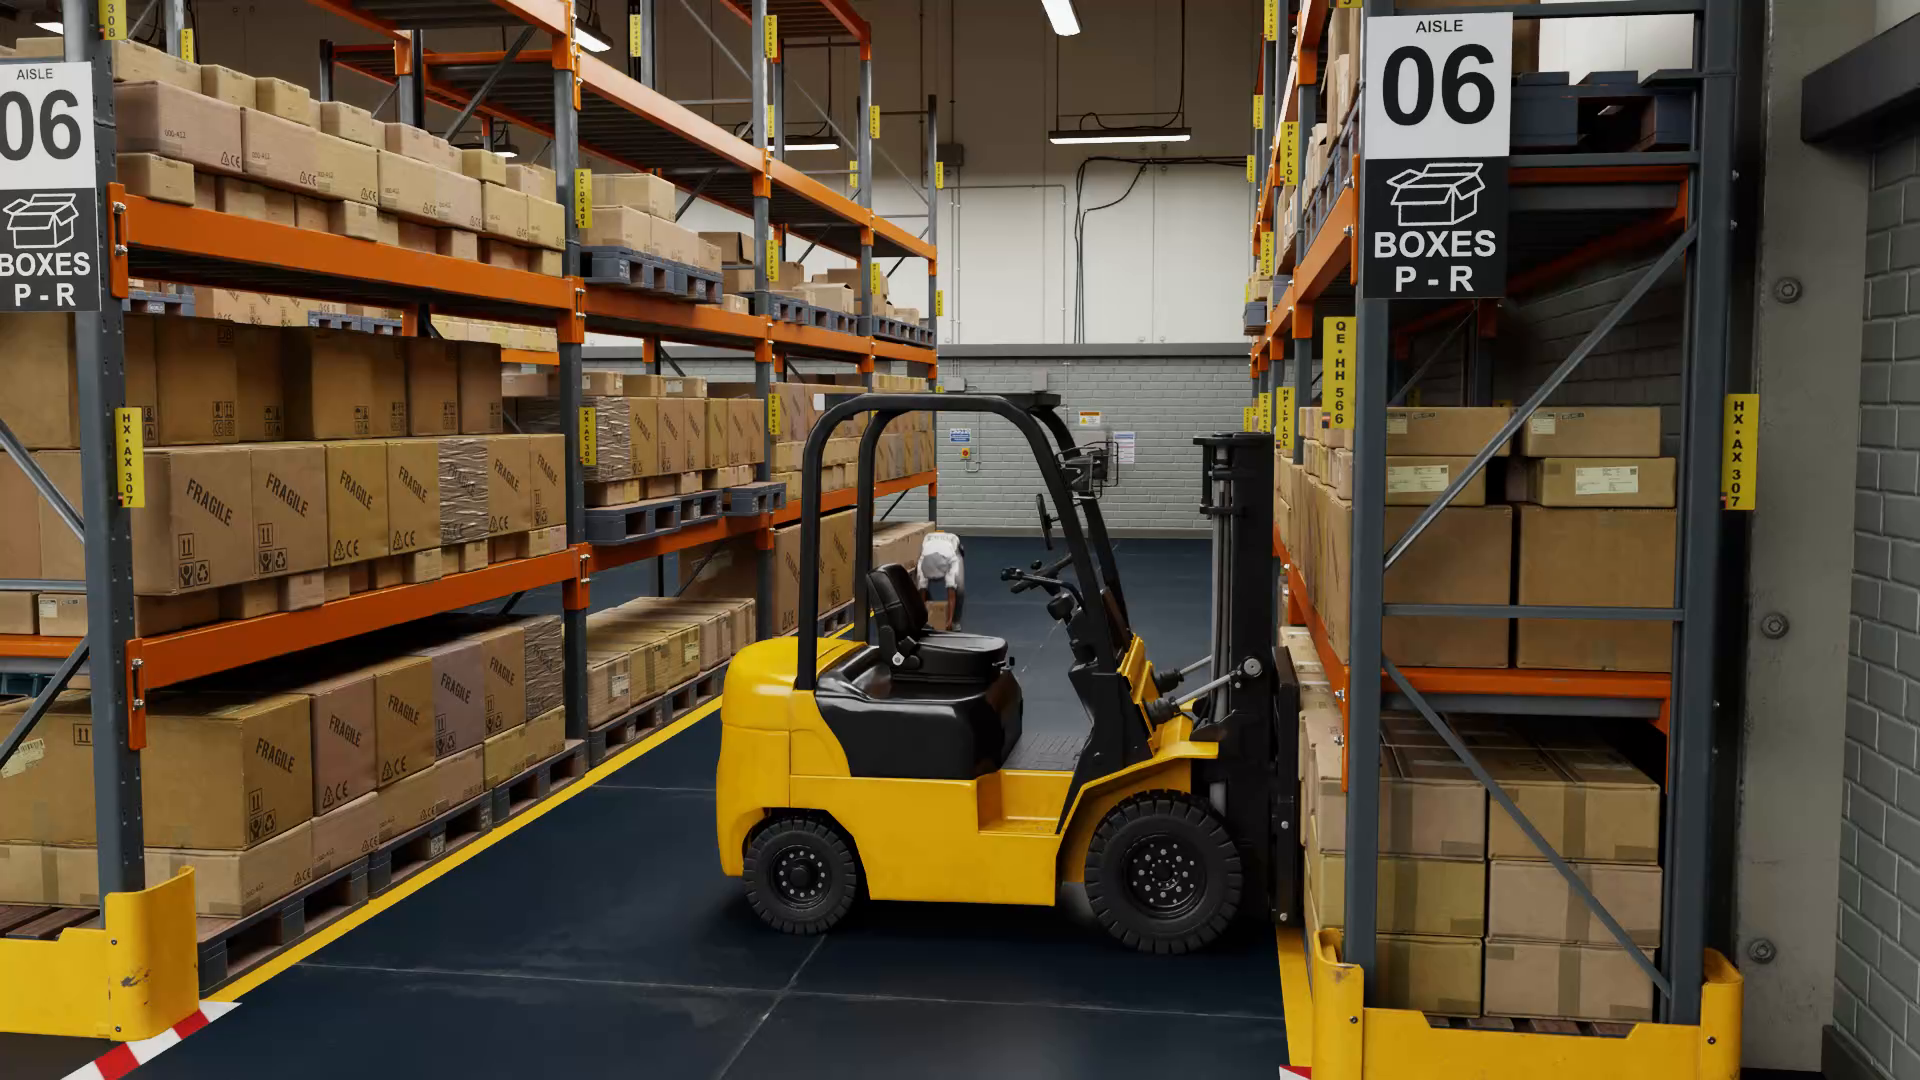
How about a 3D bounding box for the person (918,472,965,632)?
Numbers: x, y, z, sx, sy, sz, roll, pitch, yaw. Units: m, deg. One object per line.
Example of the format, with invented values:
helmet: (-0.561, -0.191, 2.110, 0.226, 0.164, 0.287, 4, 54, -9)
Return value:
person: (-0.187, 0.115, 15.451, 0.411, 1.515, 0.717, 1, 5, 7)
